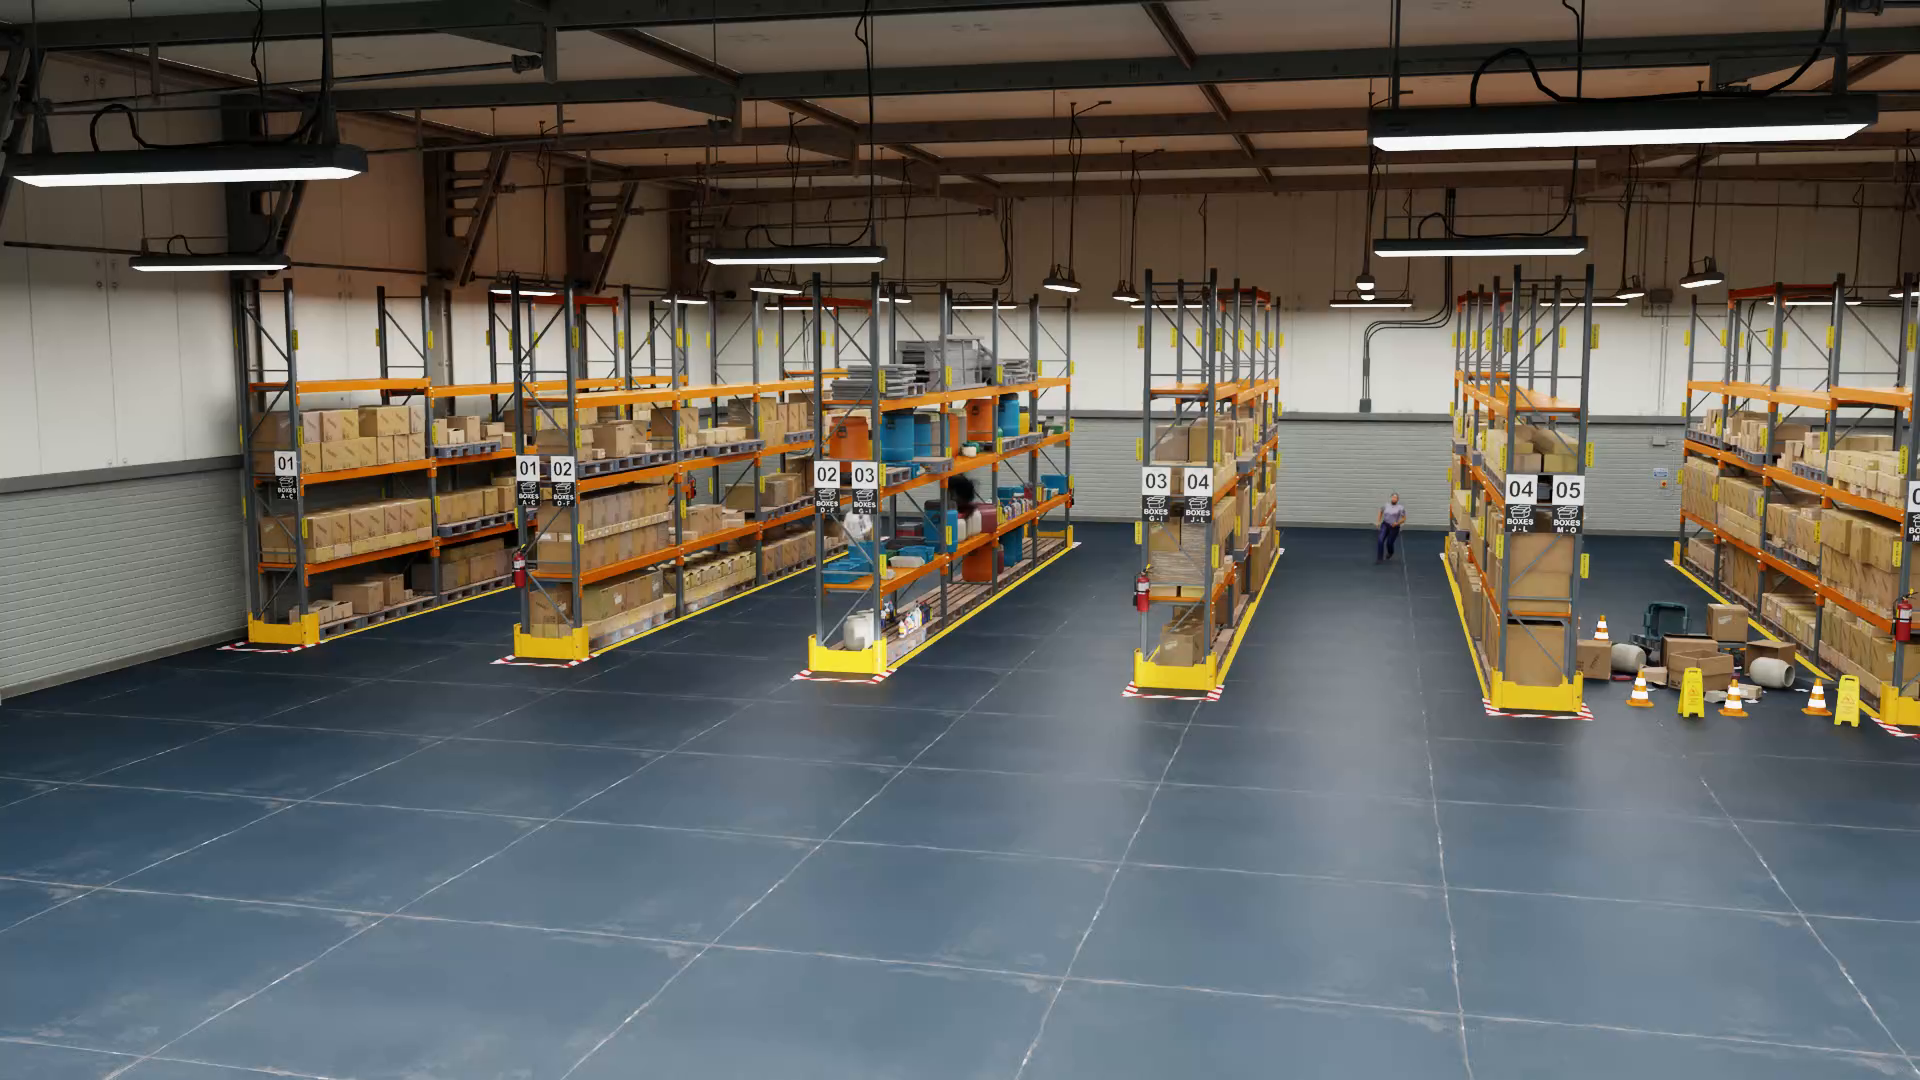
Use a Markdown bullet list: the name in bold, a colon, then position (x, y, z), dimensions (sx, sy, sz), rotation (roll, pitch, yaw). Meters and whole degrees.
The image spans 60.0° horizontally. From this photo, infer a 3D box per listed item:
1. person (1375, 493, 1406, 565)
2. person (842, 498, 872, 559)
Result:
- **person**: position (9.703, -0.256, 37.411), dimensions (0.648, 1.596, 0.759), rotation (4, 8, 28)
- **person**: position (-2.043, -0.014, 32.566), dimensions (0.622, 1.660, 0.639), rotation (1, 7, 12)
